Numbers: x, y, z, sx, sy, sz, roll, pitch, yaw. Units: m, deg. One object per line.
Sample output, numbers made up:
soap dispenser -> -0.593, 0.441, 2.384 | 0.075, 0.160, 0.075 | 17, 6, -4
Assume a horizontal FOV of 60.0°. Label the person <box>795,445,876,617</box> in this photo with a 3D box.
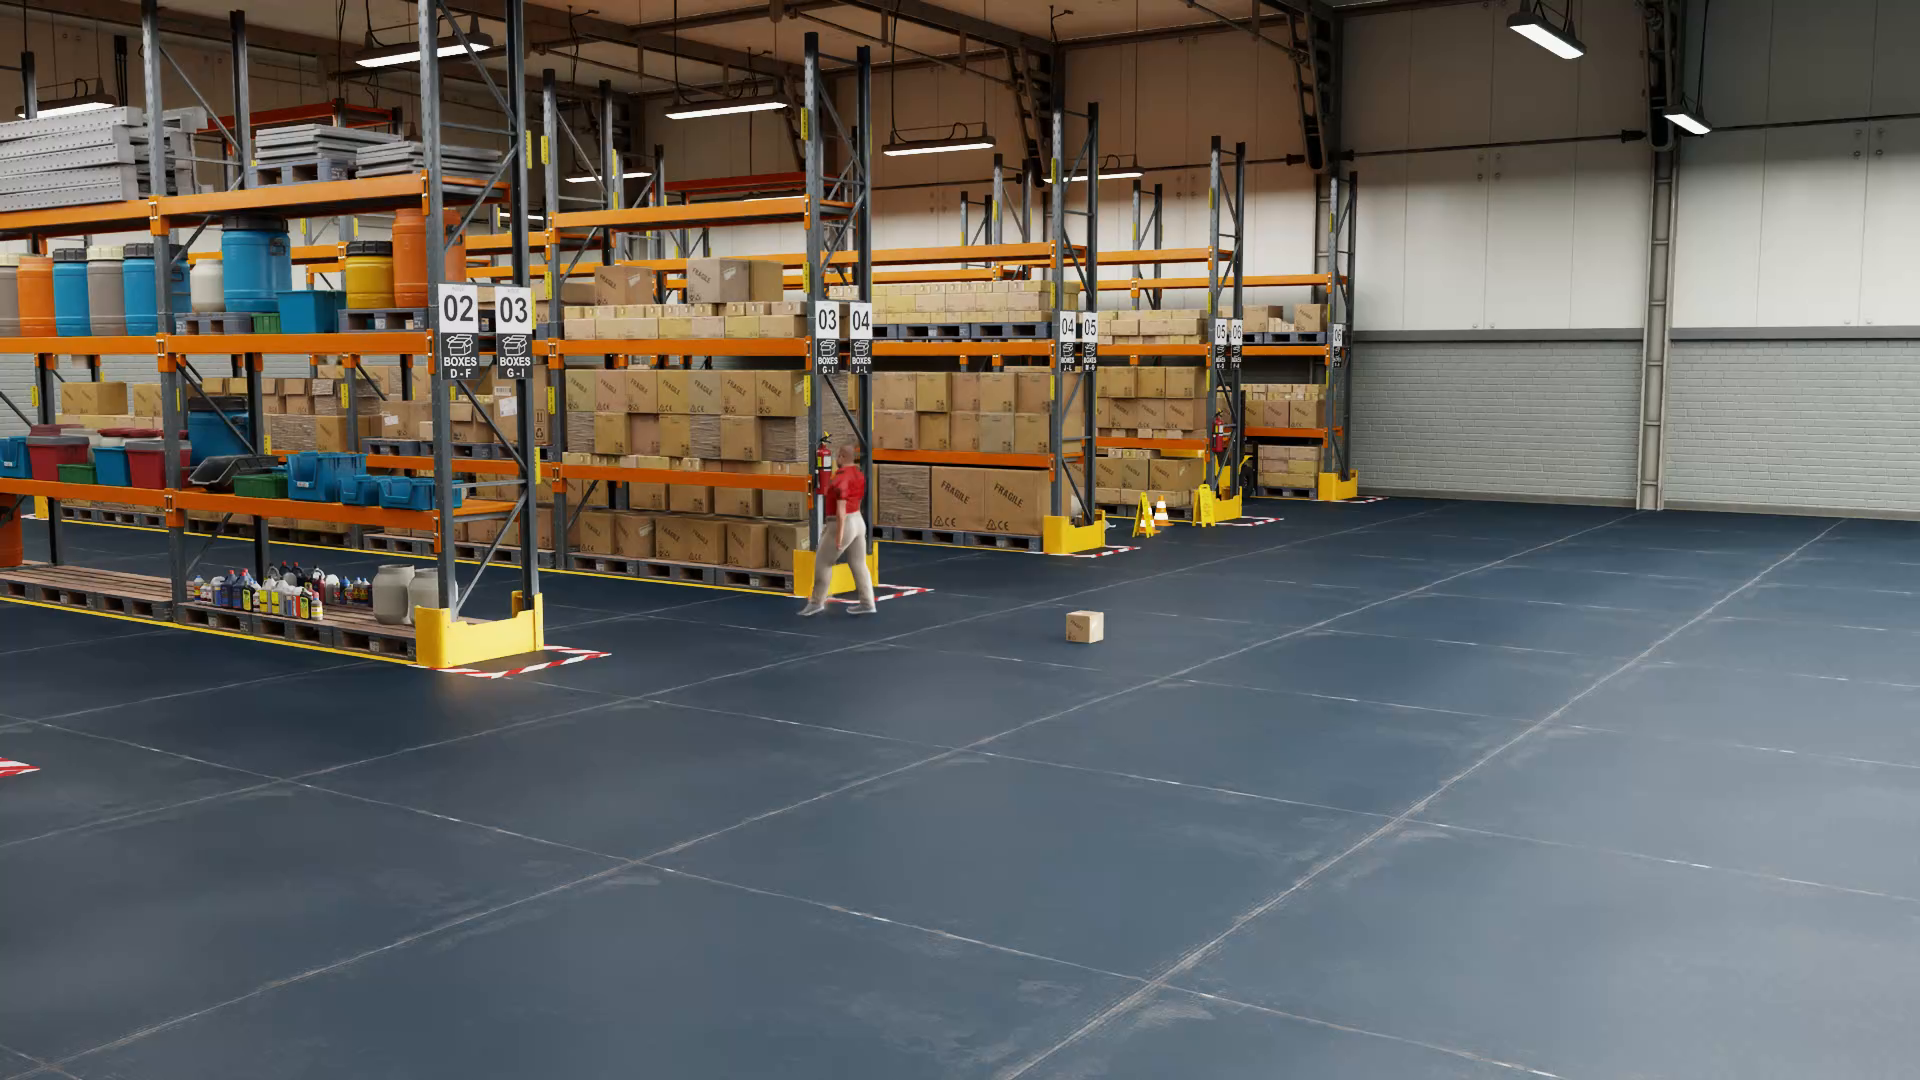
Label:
person -> -1.223, -0.082, 16.685 | 0.816, 1.750, 0.578 | 4, 7, 30
